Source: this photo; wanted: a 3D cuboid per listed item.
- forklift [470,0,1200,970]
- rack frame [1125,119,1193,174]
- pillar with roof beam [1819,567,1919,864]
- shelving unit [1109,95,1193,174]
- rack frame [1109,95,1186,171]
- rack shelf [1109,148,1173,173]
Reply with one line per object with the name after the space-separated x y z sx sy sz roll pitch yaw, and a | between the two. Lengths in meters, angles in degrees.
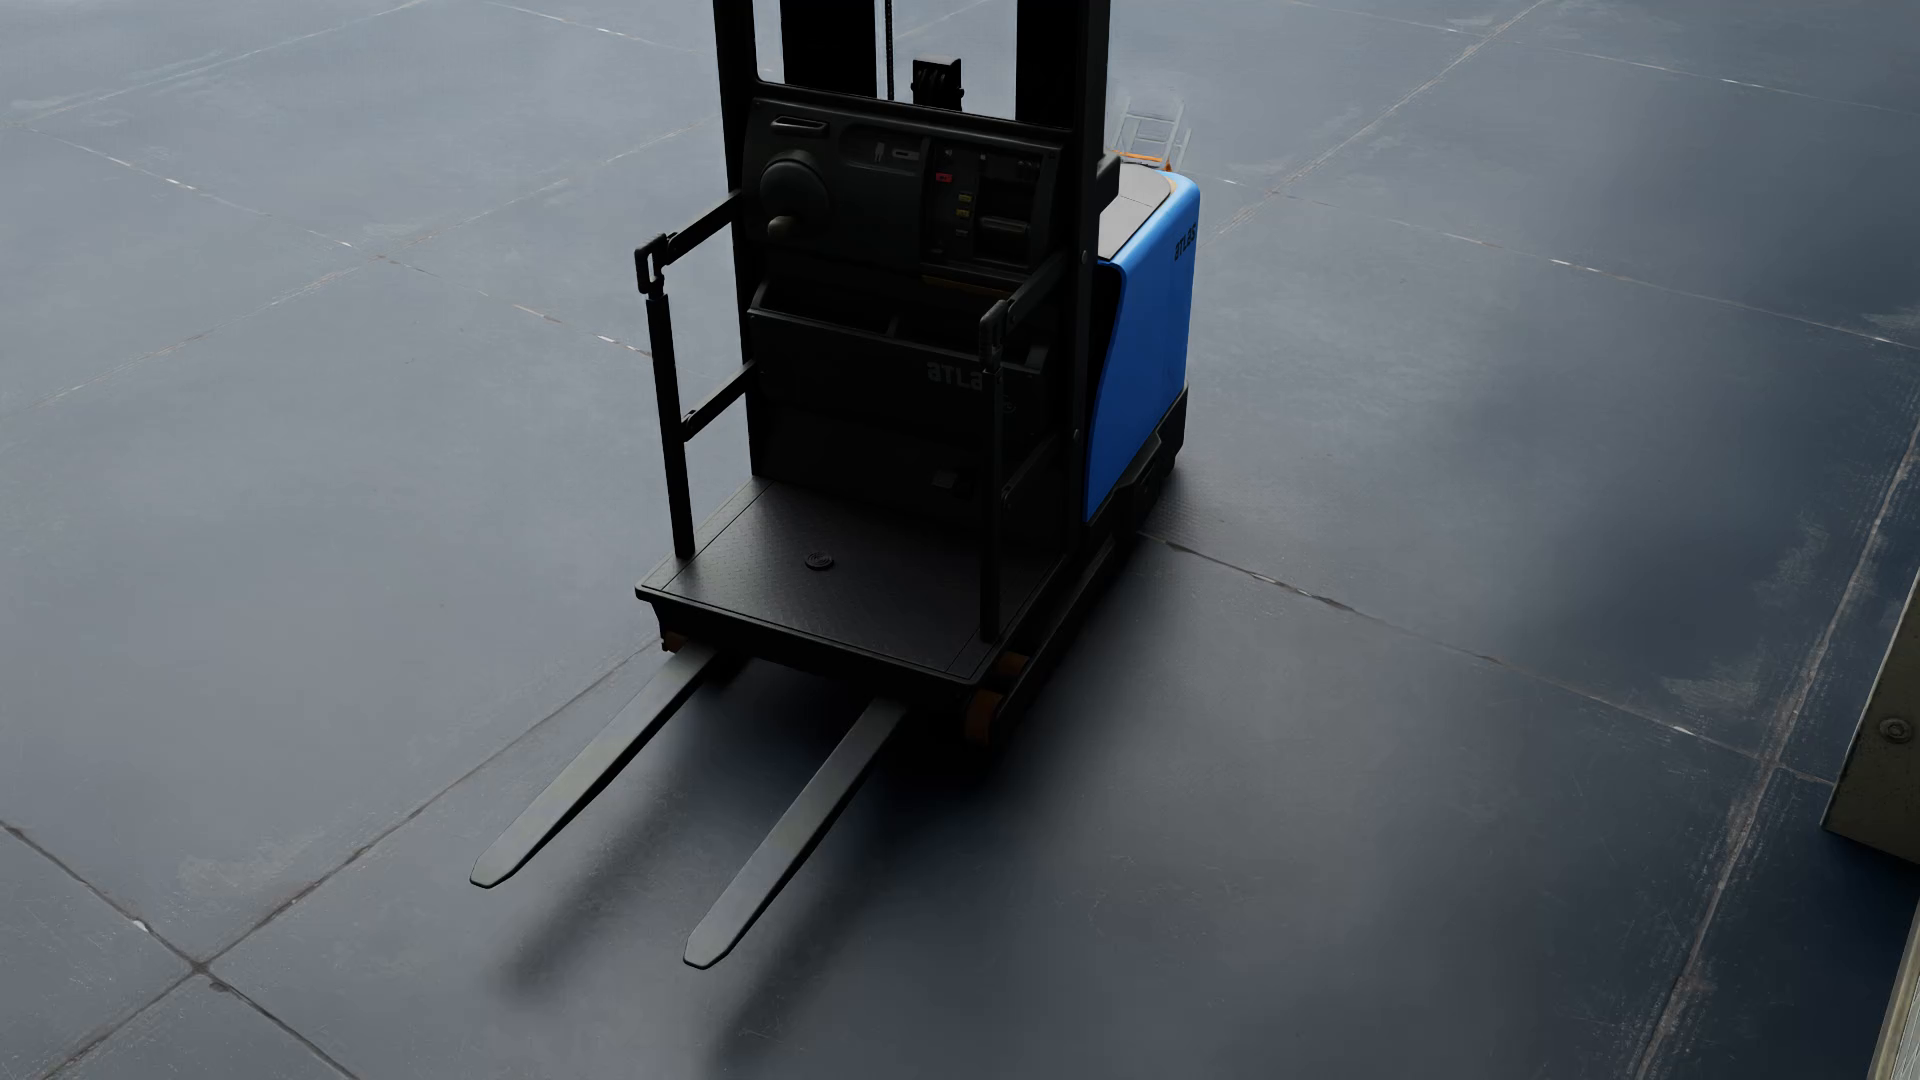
-0.259 -0.897 4.360 1.130 2.935 3.031 14 37 20 | forklift
0.634 -1.118 6.580 0.240 0.006 1.200 15 78 21 | rack frame
-0.971 -4.370 4.079 9.100 9.000 0.400 21 39 28 | pillar with roof beam
0.608 -1.144 6.496 0.258 0.189 1.200 15 78 21 | shelving unit
0.583 -1.169 6.412 0.240 0.006 1.200 15 78 21 | rack frame
0.708 -1.437 6.556 0.258 0.180 0.103 15 78 21 | rack shelf
